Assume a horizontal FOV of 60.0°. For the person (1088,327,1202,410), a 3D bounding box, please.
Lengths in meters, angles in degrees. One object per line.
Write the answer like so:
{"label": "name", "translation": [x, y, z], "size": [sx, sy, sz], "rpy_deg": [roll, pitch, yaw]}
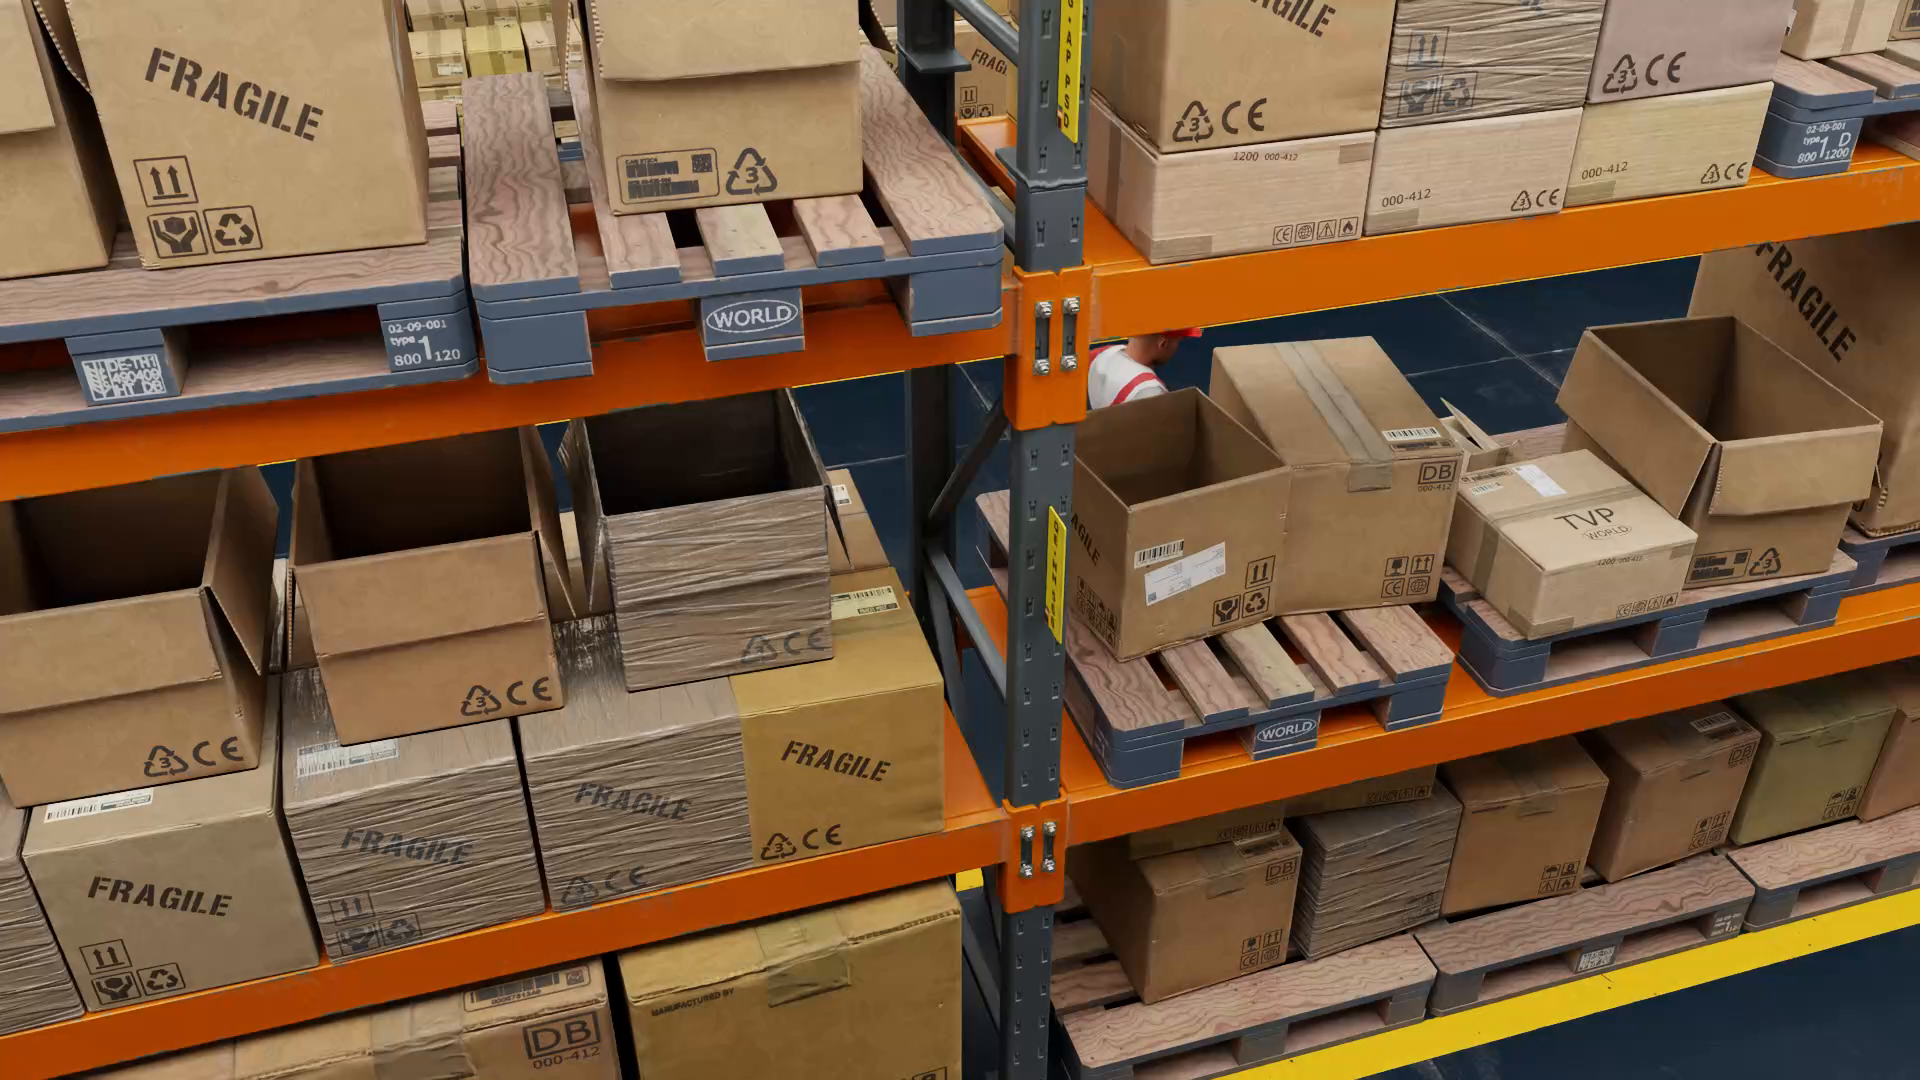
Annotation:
{"label": "person", "translation": [0.675, -0.145, 6.367], "size": [0.414, 1.758, 0.536], "rpy_deg": [-9, 35, -14]}
